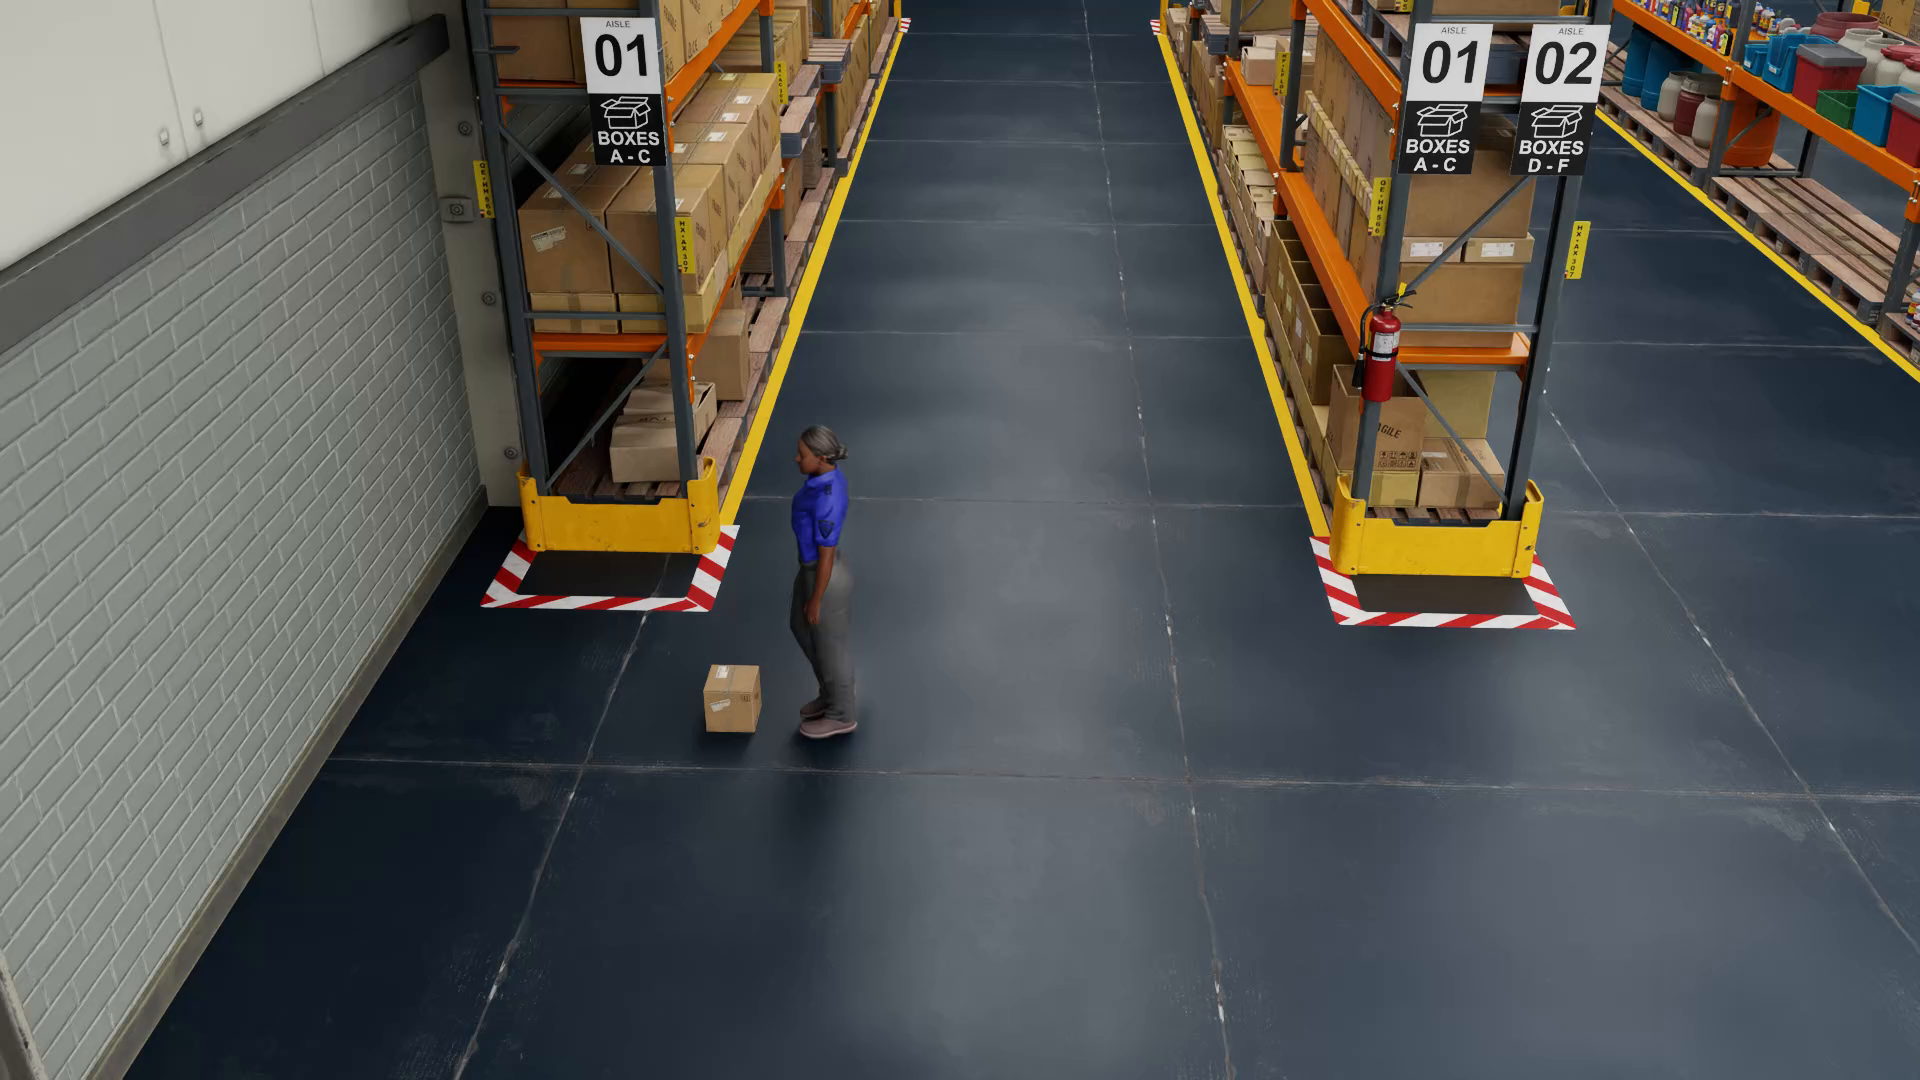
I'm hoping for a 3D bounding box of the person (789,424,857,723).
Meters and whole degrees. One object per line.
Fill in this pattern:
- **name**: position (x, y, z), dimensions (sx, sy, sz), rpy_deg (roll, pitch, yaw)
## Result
- **person**: position (-0.691, 0.168, 8.205), dimensions (0.343, 1.575, 0.485), rpy_deg (-2, 28, -4)
